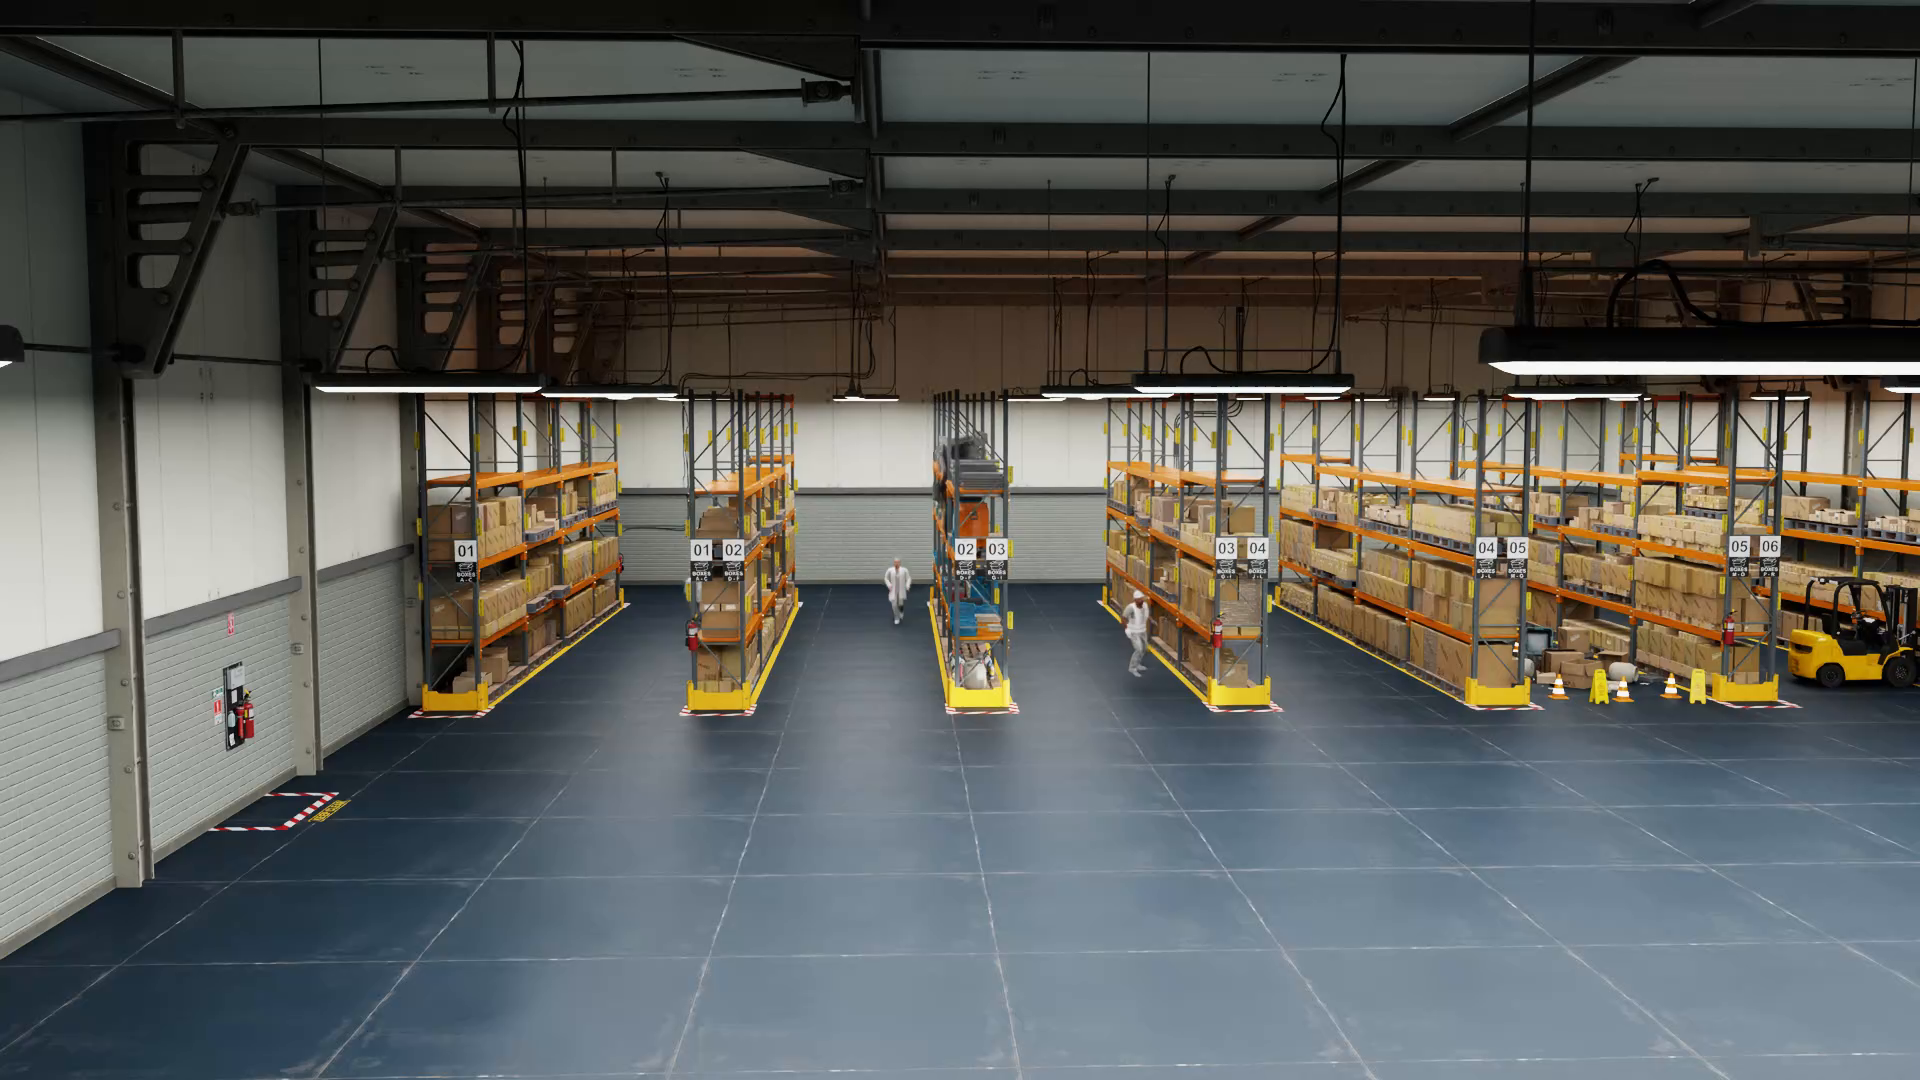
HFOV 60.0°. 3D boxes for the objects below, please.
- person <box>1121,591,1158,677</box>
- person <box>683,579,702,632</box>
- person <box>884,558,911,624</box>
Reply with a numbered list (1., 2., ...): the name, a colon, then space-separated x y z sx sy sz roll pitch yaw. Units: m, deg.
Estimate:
1. person: 3.629 1.878 33.691 0.705 1.744 0.751 -4 6 -40
2. person: -6.582 1.509 41.546 0.651 1.664 0.780 -1 5 -11
3. person: -1.631 1.331 43.380 0.695 1.724 0.672 0 5 -1
